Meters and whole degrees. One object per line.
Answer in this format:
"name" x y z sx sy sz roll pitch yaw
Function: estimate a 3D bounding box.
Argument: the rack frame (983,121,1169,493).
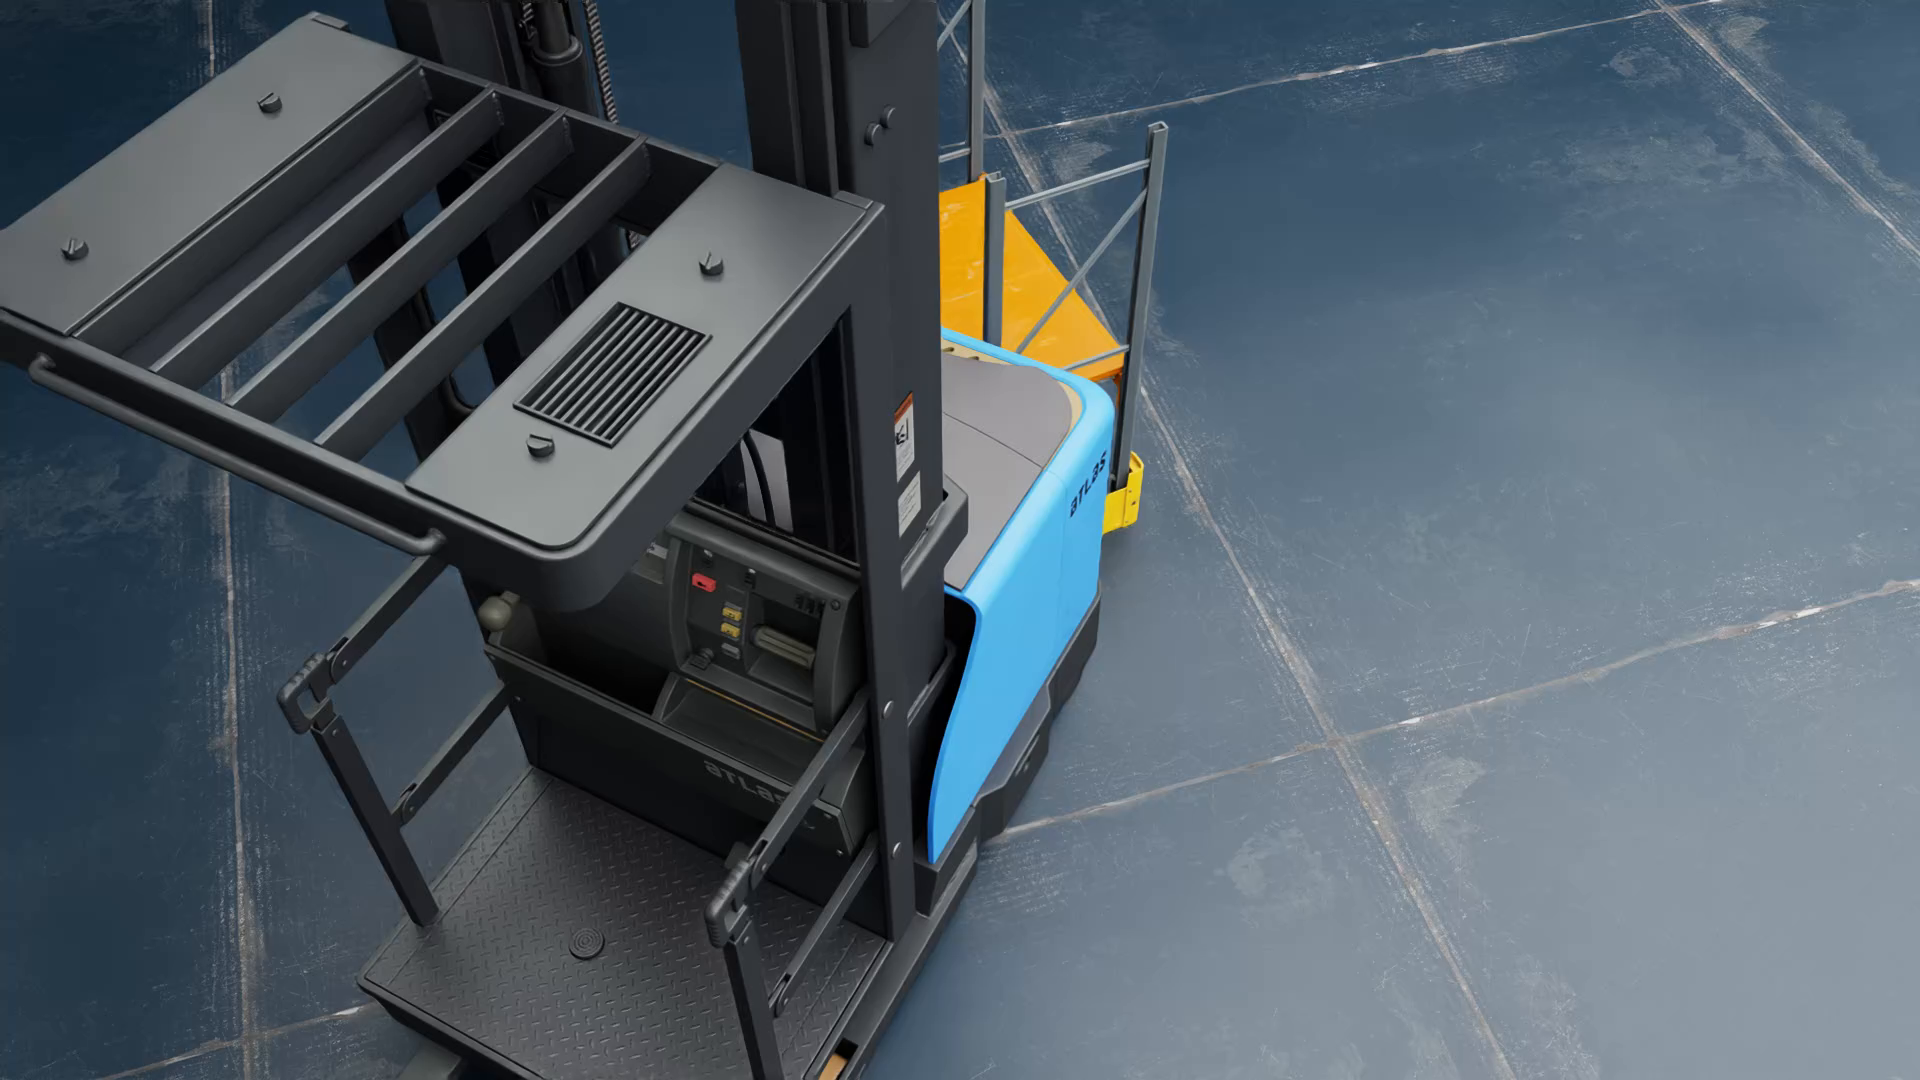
"rack frame" 0.291 -0.474 4.669 0.500 1.500 0.032 -21 53 -17

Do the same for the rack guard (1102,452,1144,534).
"rack guard" 0.290 -0.072 5.147 0.587 0.250 0.087 -21 53 -17

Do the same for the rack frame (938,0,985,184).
"rack frame" -0.157 -1.172 5.257 0.500 1.500 0.032 -21 53 -17

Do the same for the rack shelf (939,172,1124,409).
"rack shelf" 0.067 -0.707 5.100 0.538 0.185 1.000 -21 53 -17

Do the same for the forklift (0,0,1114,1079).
"forklift" -0.729 0.192 3.171 1.130 2.935 3.031 22 53 17

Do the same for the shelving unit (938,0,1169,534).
"shelving unit" 0.071 -0.817 4.958 0.587 1.500 1.083 -21 53 -17
